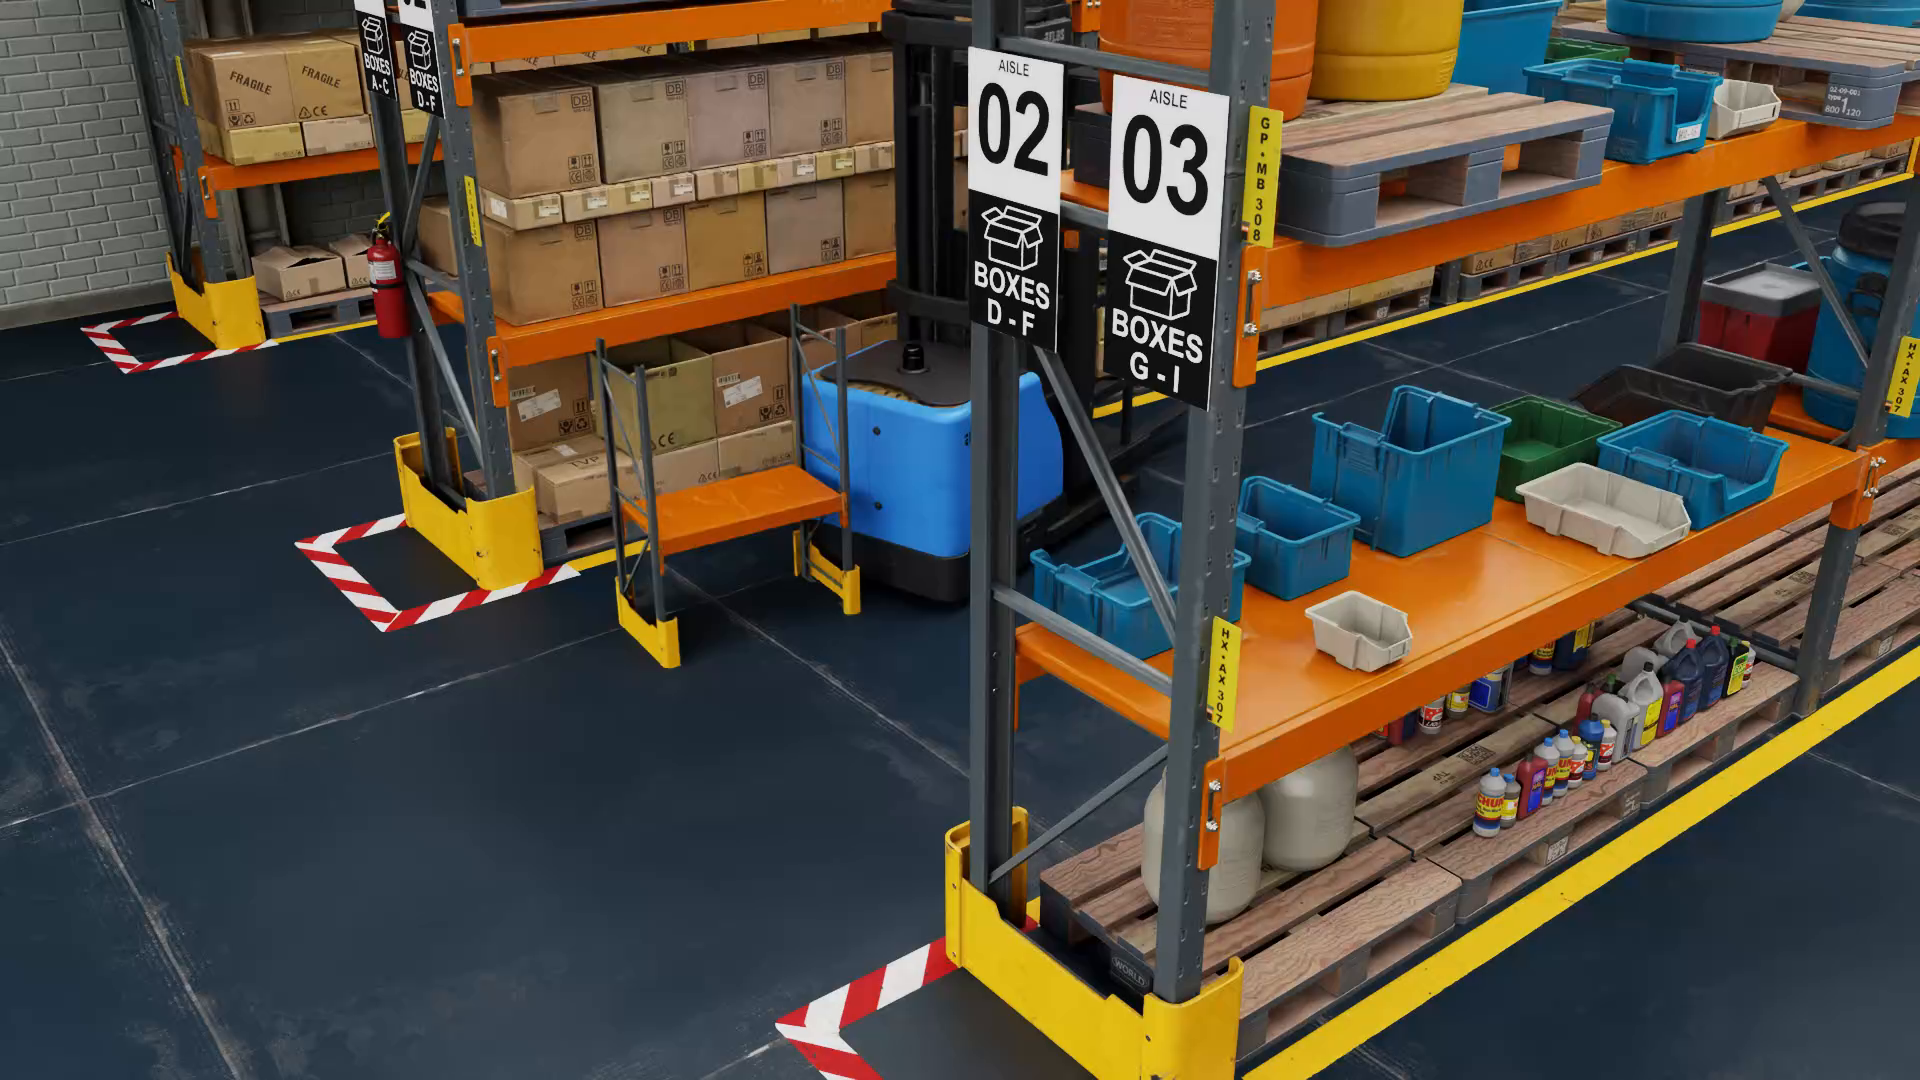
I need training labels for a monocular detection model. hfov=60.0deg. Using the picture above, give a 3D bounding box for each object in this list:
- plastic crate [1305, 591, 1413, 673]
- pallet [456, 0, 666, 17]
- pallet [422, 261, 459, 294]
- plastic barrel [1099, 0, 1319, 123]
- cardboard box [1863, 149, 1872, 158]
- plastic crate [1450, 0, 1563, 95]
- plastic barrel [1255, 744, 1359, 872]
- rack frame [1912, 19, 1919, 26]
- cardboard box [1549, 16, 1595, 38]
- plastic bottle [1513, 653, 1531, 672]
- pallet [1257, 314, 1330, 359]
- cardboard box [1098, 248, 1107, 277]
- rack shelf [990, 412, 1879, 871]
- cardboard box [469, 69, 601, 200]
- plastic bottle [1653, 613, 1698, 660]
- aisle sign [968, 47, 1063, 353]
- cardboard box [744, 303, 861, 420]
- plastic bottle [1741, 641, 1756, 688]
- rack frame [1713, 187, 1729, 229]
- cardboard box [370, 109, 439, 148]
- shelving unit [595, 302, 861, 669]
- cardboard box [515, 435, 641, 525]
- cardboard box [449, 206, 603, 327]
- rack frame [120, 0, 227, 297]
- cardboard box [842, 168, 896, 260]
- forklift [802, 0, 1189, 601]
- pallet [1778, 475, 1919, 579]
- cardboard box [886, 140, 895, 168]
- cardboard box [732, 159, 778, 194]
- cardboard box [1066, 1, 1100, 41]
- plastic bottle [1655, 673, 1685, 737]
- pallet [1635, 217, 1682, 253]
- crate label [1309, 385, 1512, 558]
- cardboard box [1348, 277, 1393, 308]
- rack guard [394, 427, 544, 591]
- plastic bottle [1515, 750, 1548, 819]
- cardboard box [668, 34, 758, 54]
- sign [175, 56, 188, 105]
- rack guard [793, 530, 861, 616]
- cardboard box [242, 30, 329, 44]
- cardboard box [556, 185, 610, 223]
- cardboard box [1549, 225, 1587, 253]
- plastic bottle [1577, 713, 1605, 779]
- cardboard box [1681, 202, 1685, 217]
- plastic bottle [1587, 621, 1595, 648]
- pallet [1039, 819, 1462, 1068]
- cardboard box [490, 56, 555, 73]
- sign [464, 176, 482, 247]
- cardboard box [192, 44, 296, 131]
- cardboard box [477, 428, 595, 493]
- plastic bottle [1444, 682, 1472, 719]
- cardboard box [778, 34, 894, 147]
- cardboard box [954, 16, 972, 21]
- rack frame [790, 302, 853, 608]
[{"bbox_3d":[1.289,0.306,5.340,0.250,0.136,0.298,-18,31,-34],"label":"plastic crate"},{"bbox_3d":[-2.095,-2.825,8.316,1.213,0.211,1.003,-18,31,-34],"label":"pallet"},{"bbox_3d":[-4.046,-2.239,13.823,1.213,0.211,1.003,-18,31,-34],"label":"pallet"},{"bbox_3d":[0.691,-1.602,4.566,0.708,0.830,0.600,-18,31,-34],"label":"plastic barrel"},{"bbox_3d":[9.274,-4.102,17.368,0.250,0.166,0.380,-18,31,-34],"label":"cardboard box"},{"bbox_3d":[1.701,-1.636,5.668,0.575,0.384,0.392,-18,31,-34],"label":"plastic crate"},{"bbox_3d":[1.252,0.924,6.152,0.421,0.512,0.421,0,25,0],"label":"plastic barrel"},{"bbox_3d":[3.534,-3.448,5.989,0.127,3.000,1.000,-18,31,-34],"label":"rack frame"},{"bbox_3d":[4.892,-4.019,13.728,0.500,0.500,0.700,-12,28,-24],"label":"cardboard box"},{"bbox_3d":[2.495,0.397,7.456,0.185,0.351,0.144,-20,31,-36],"label":"plastic bottle"},{"bbox_3d":[1.997,-1.627,12.504,1.213,0.211,1.003,-18,31,-34],"label":"pallet"},{"bbox_3d":[1.028,-1.903,11.889,0.500,0.311,0.500,-17,30,-33],"label":"cardboard box"},{"bbox_3d":[1.960,0.119,6.284,4.000,0.370,1.077,-18,31,-34],"label":"rack shelf"},{"bbox_3d":[-2.250,-2.094,8.539,0.500,0.500,0.700,-18,30,-34],"label":"cardboard box"},{"bbox_3d":[3.116,0.490,7.254,0.185,0.351,0.144,-18,31,-34],"label":"plastic bottle"},{"bbox_3d":[0.147,-0.946,4.638,0.004,0.787,0.394,-18,31,-34],"label":"aisle sign"},{"bbox_3d":[-0.926,-1.067,9.863,0.500,0.500,0.500,-18,31,-34],"label":"cardboard box"},{"bbox_3d":[3.441,0.541,7.323,0.097,0.201,0.097,0,25,0],"label":"plastic bottle"},{"bbox_3d":[6.776,-4.447,15.268,0.127,3.000,1.000,-18,31,-34],"label":"rack frame"},{"bbox_3d":[-4.342,-3.202,12.741,0.500,0.250,0.500,-19,31,-35],"label":"cardboard box"},{"bbox_3d":[-1.107,-0.288,8.090,1.083,1.500,0.587,-15,29,-30],"label":"shelving unit"},{"bbox_3d":[-2.108,-0.338,9.183,0.500,0.250,0.500,-18,31,-34],"label":"cardboard box"},{"bbox_3d":[-2.292,-1.492,8.782,0.500,0.500,0.700,-18,31,-34],"label":"cardboard box"},{"bbox_3d":[-5.727,-2.969,12.085,0.127,3.000,1.000,-18,31,-34],"label":"rack frame"},{"bbox_3d":[-0.673,-2.028,9.938,0.500,0.500,0.700,-18,30,-33],"label":"cardboard box"},{"bbox_3d":[0.399,-1.584,9.181,1.130,2.935,3.031,16,29,31],"label":"forklift"},{"bbox_3d":[5.089,0.003,8.993,1.213,0.211,1.003,-18,31,-34],"label":"pallet"},{"bbox_3d":[-0.403,-2.303,9.759,0.250,0.149,0.380,-18,31,-34],"label":"cardboard box"},{"bbox_3d":[-1.213,-2.035,9.182,0.250,0.149,0.380,-19,31,-35],"label":"cardboard box"},{"bbox_3d":[1.109,-5.278,16.564,0.500,0.500,0.500,-17,30,-33],"label":"cardboard box"},{"bbox_3d":[2.952,0.675,6.937,0.133,0.283,0.061,-16,29,-31],"label":"plastic bottle"},{"bbox_3d":[6.159,-2.958,15.373,1.213,0.211,1.003,-18,31,-34],"label":"pallet"},{"bbox_3d":[1.668,-0.271,6.229,0.616,0.435,0.502,-18,31,-34],"label":"crate label"},{"bbox_3d":[2.961,-1.998,12.760,0.500,0.250,0.500,-19,31,-35],"label":"cardboard box"},{"bbox_3d":[-2.686,-0.189,9.064,0.348,0.500,1.175,-18,31,-34],"label":"rack guard"},{"bbox_3d":[2.195,0.925,6.399,0.133,0.283,0.061,-18,30,-33],"label":"plastic bottle"},{"bbox_3d":[-2.157,-4.374,14.471,0.500,0.500,0.700,-18,30,-34],"label":"cardboard box"},{"bbox_3d":[-5.392,-3.182,11.516,0.005,0.325,0.100,-18,31,-34],"label":"sign"},{"bbox_3d":[-0.691,0.163,8.601,0.087,0.250,0.587,-15,29,-30],"label":"rack guard"},{"bbox_3d":[-5.085,-3.571,12.645,0.500,0.500,0.500,-18,30,-33],"label":"cardboard box"},{"bbox_3d":[-2.019,-1.769,8.609,0.250,0.149,0.380,-19,31,-35],"label":"cardboard box"},{"bbox_3d":[4.969,-2.763,14.087,0.500,0.500,0.500,-19,31,-35],"label":"cardboard box"},{"bbox_3d":[2.514,0.815,6.649,0.097,0.271,0.097,0,25,0],"label":"plastic bottle"},{"bbox_3d":[6.565,-3.289,15.221,0.500,0.500,0.500,-18,31,-34],"label":"cardboard box"},{"bbox_3d":[2.842,0.372,7.590,0.133,0.283,0.061,-18,31,-34],"label":"plastic bottle"},{"bbox_3d":[1.060,1.333,6.127,1.213,0.211,1.003,-18,31,-34],"label":"pallet"},{"bbox_3d":[-3.552,-3.806,13.150,0.500,0.500,0.500,-19,31,-35],"label":"cardboard box"},{"bbox_3d":[-2.329,-1.573,7.953,0.005,0.325,0.100,-18,31,-34],"label":"sign"},{"bbox_3d":[-5.165,-3.275,12.007,0.500,0.500,0.500,-18,31,-34],"label":"cardboard box"},{"bbox_3d":[-2.427,-0.510,9.553,0.500,0.250,0.500,-18,31,-34],"label":"cardboard box"},{"bbox_3d":[2.123,0.652,7.084,0.097,0.201,0.097,0,25,0],"label":"plastic bottle"},{"bbox_3d":[-0.656,-2.623,9.679,0.500,0.500,0.700,-18,31,-34],"label":"cardboard box"},{"bbox_3d":[-0.218,-5.013,15.847,0.500,0.500,0.700,-22,33,-39],"label":"cardboard box"},{"bbox_3d":[-0.690,-0.404,8.339,0.032,1.500,0.500,-15,29,-30],"label":"rack frame"}]
